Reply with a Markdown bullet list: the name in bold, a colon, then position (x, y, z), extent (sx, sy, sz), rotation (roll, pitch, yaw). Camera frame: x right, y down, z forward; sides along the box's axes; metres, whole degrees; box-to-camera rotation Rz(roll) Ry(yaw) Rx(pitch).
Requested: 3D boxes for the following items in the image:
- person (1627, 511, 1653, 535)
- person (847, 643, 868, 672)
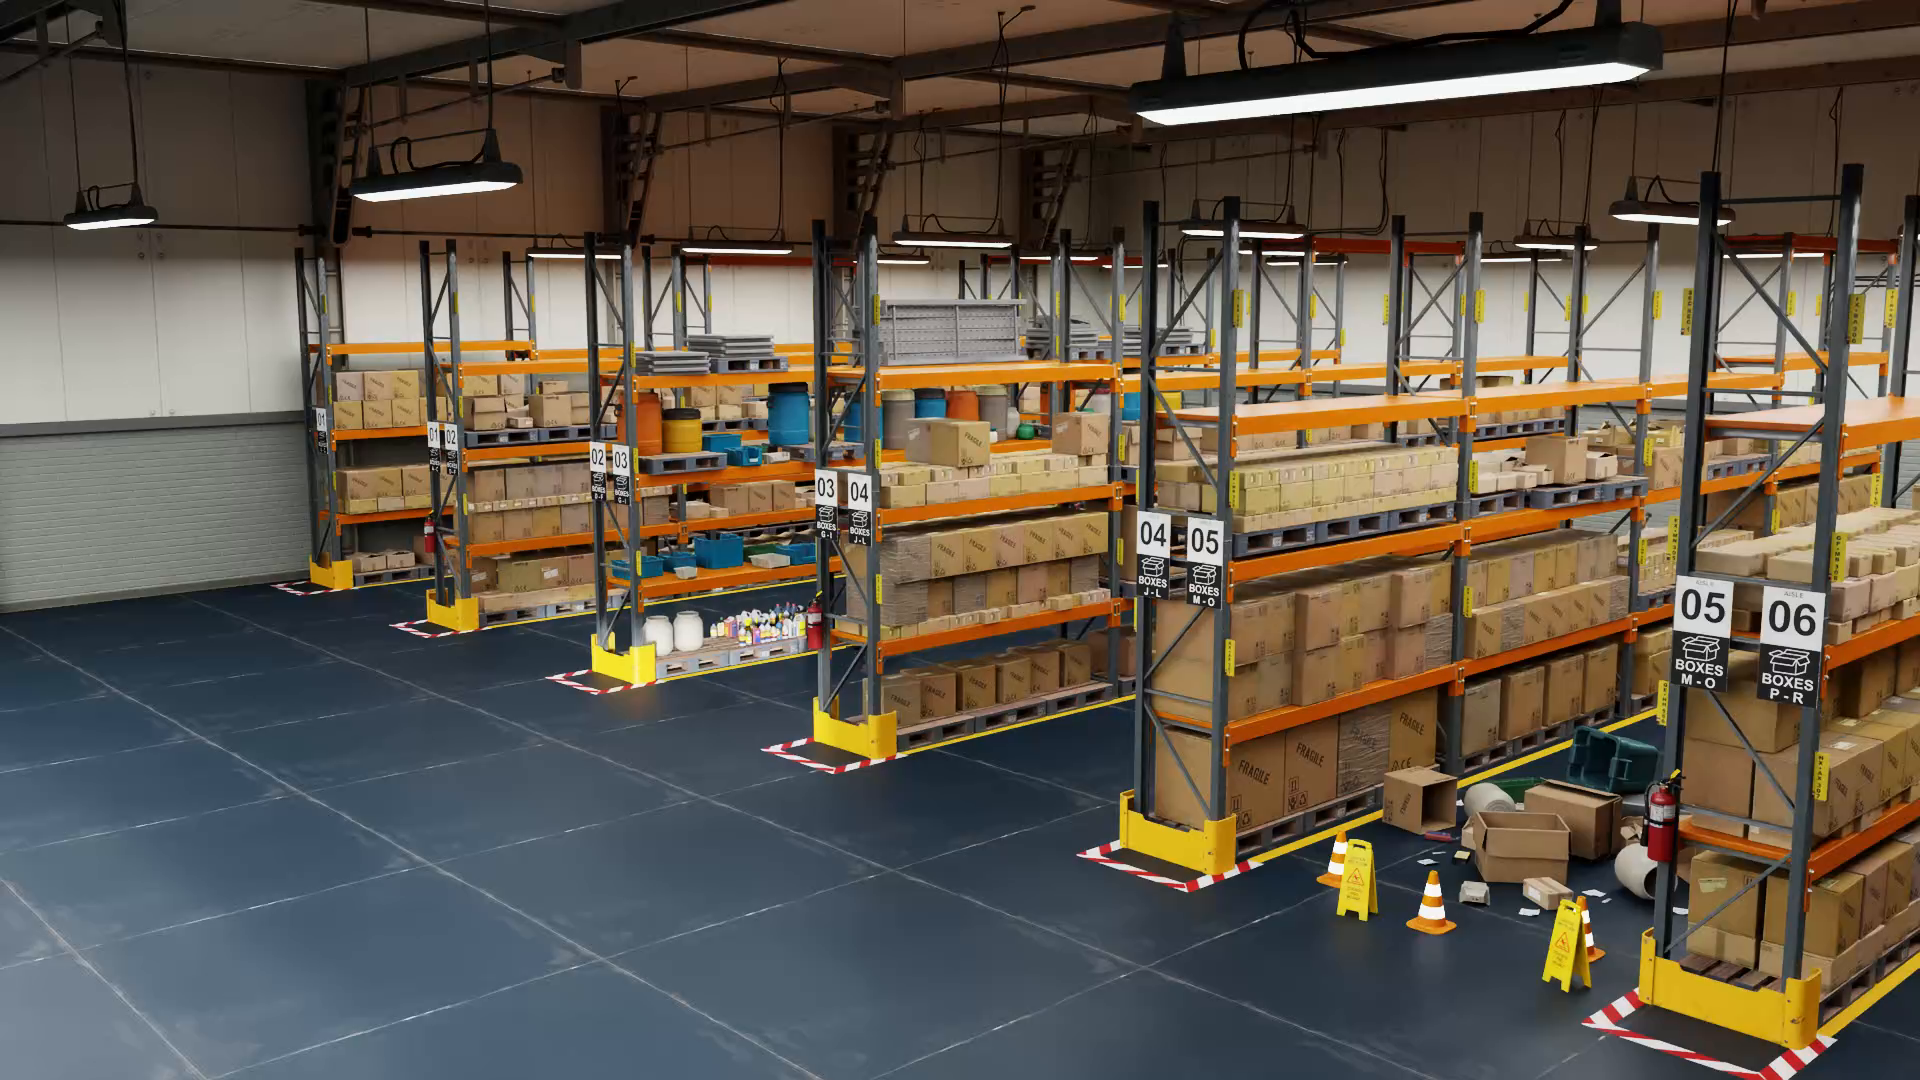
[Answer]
- **person**: position (11.258, 0.322, 27.486), extent (0.625, 1.654, 0.723), rotation (7, 11, 39)
- **person**: position (-1.357, 1.074, 22.668), extent (0.562, 1.563, 0.787), rotation (3, 9, 18)
